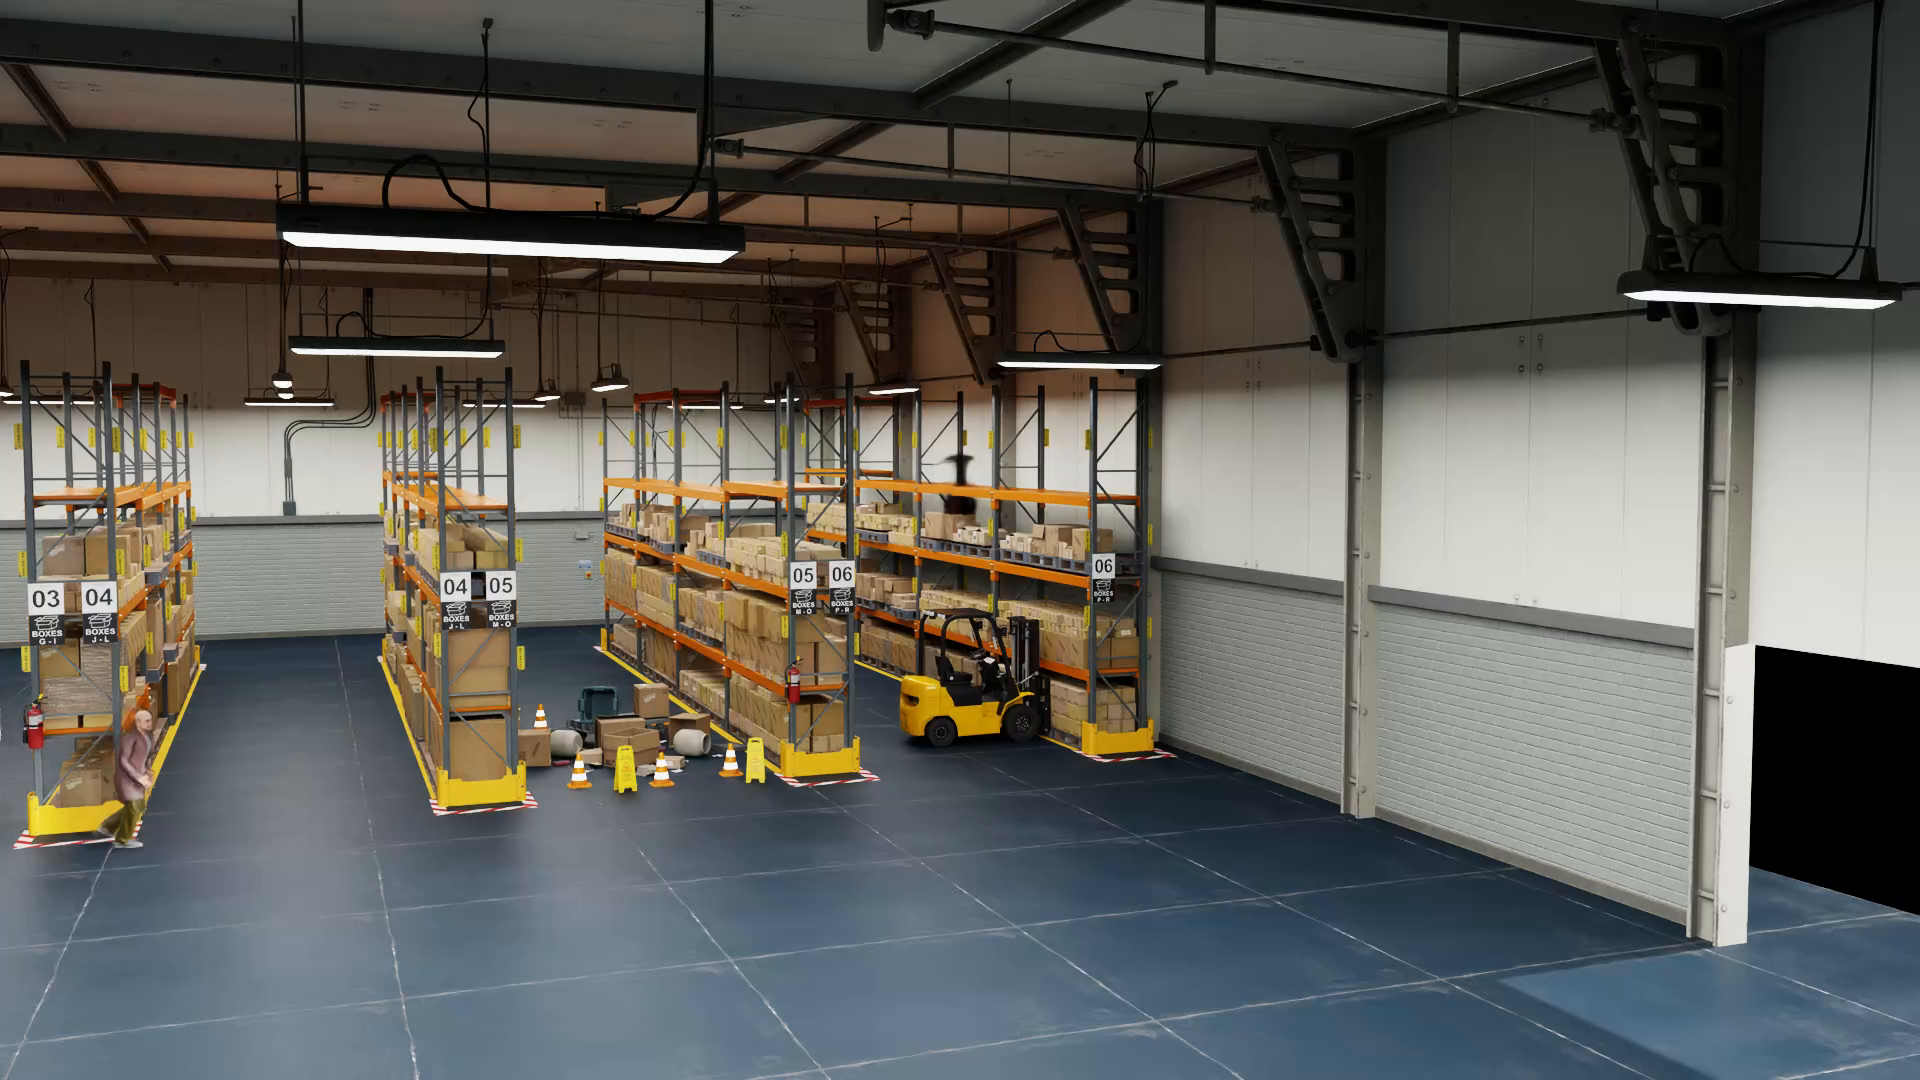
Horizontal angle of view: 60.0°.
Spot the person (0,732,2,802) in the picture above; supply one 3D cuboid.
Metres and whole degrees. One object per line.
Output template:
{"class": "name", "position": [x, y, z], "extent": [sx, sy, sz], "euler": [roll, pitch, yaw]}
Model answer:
{"class": "person", "position": [-13.200, 2.860, 22.333], "extent": [0.625, 1.578, 0.838], "euler": [-3, 5, -41]}

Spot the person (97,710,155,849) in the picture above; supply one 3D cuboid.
{"class": "person", "position": [-10.206, 2.923, 20.318], "extent": [0.779, 1.704, 0.690], "euler": [0, 3, -3]}
